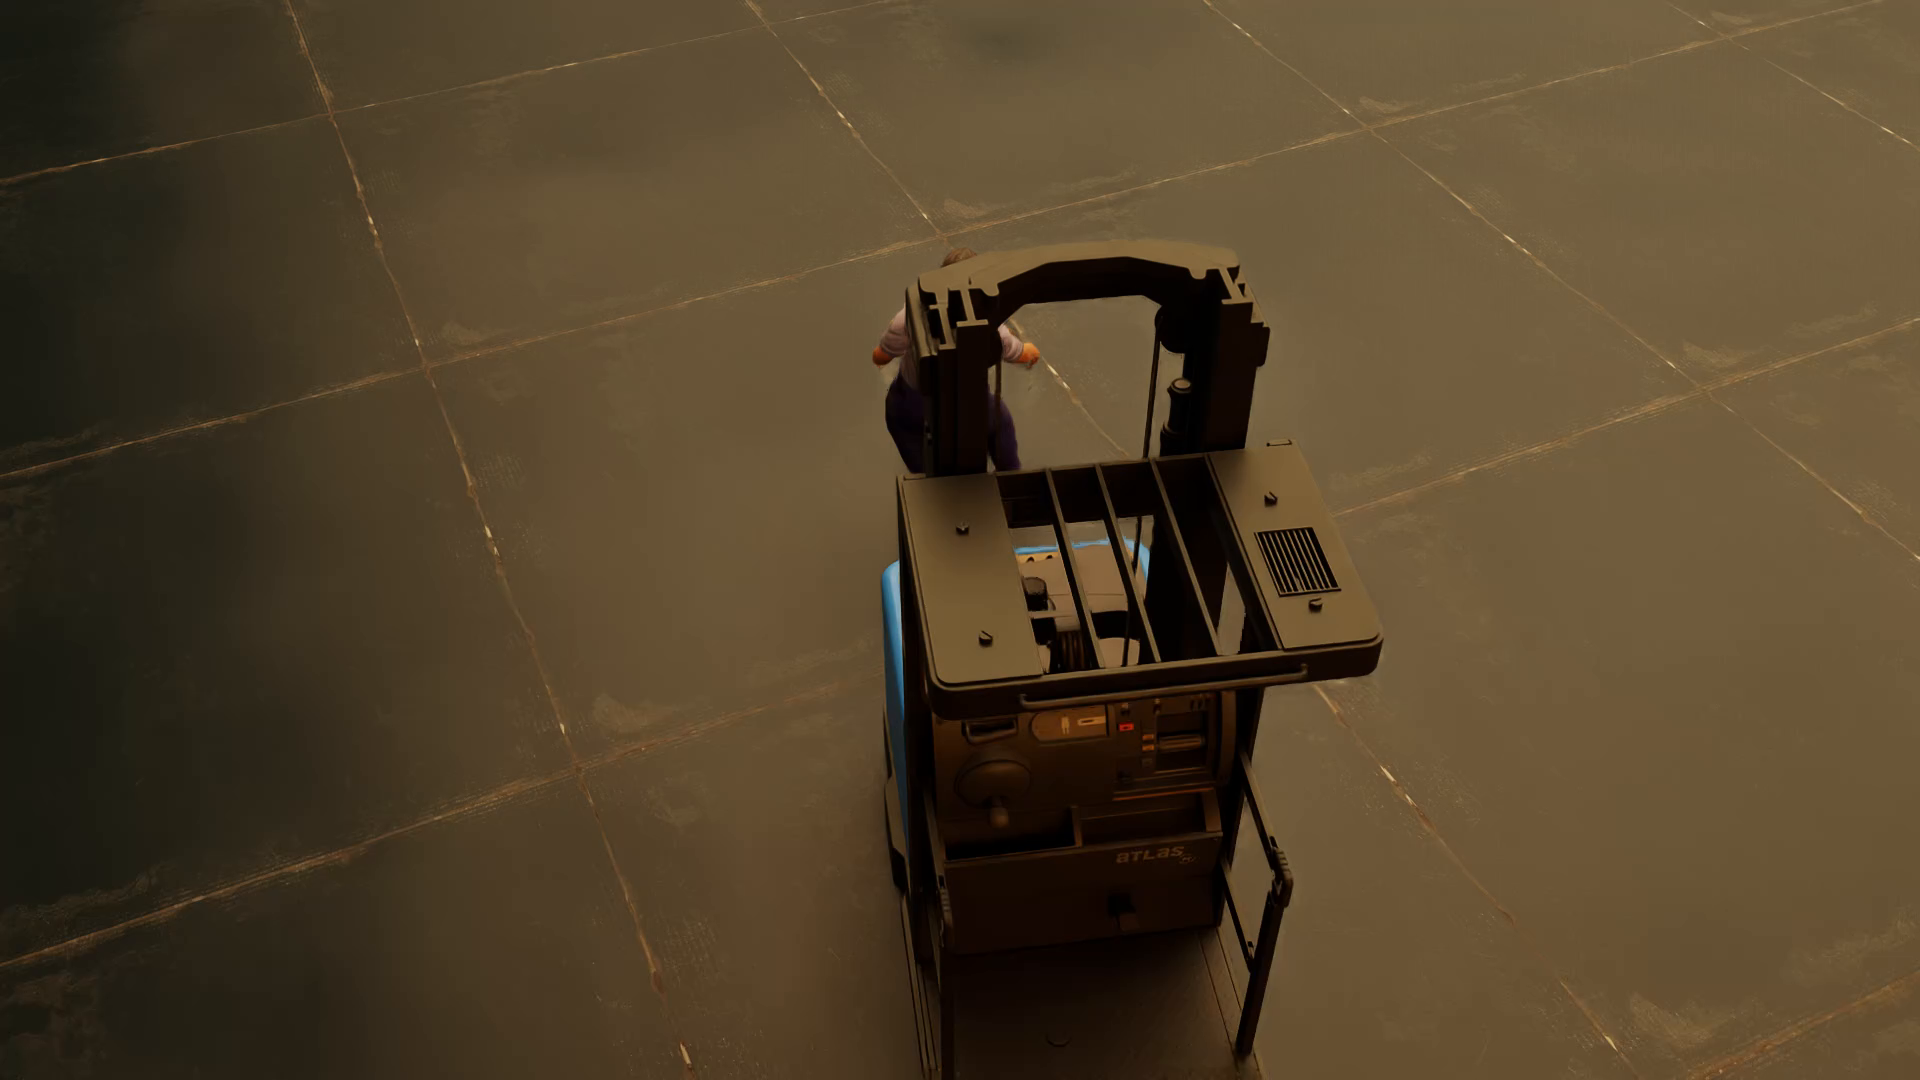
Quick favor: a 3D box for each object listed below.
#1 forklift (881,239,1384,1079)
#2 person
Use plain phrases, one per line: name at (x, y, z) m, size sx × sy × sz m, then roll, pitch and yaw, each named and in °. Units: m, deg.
forklift at (0.412, 0.735, 4.892) m, size 1.130 × 2.935 × 3.031 m, roll -6°, pitch 43°, yaw -6°
person at (-0.013, -0.713, 7.465) m, size 0.747 × 1.531 × 0.537 m, roll 1°, pitch 43°, yaw 1°
